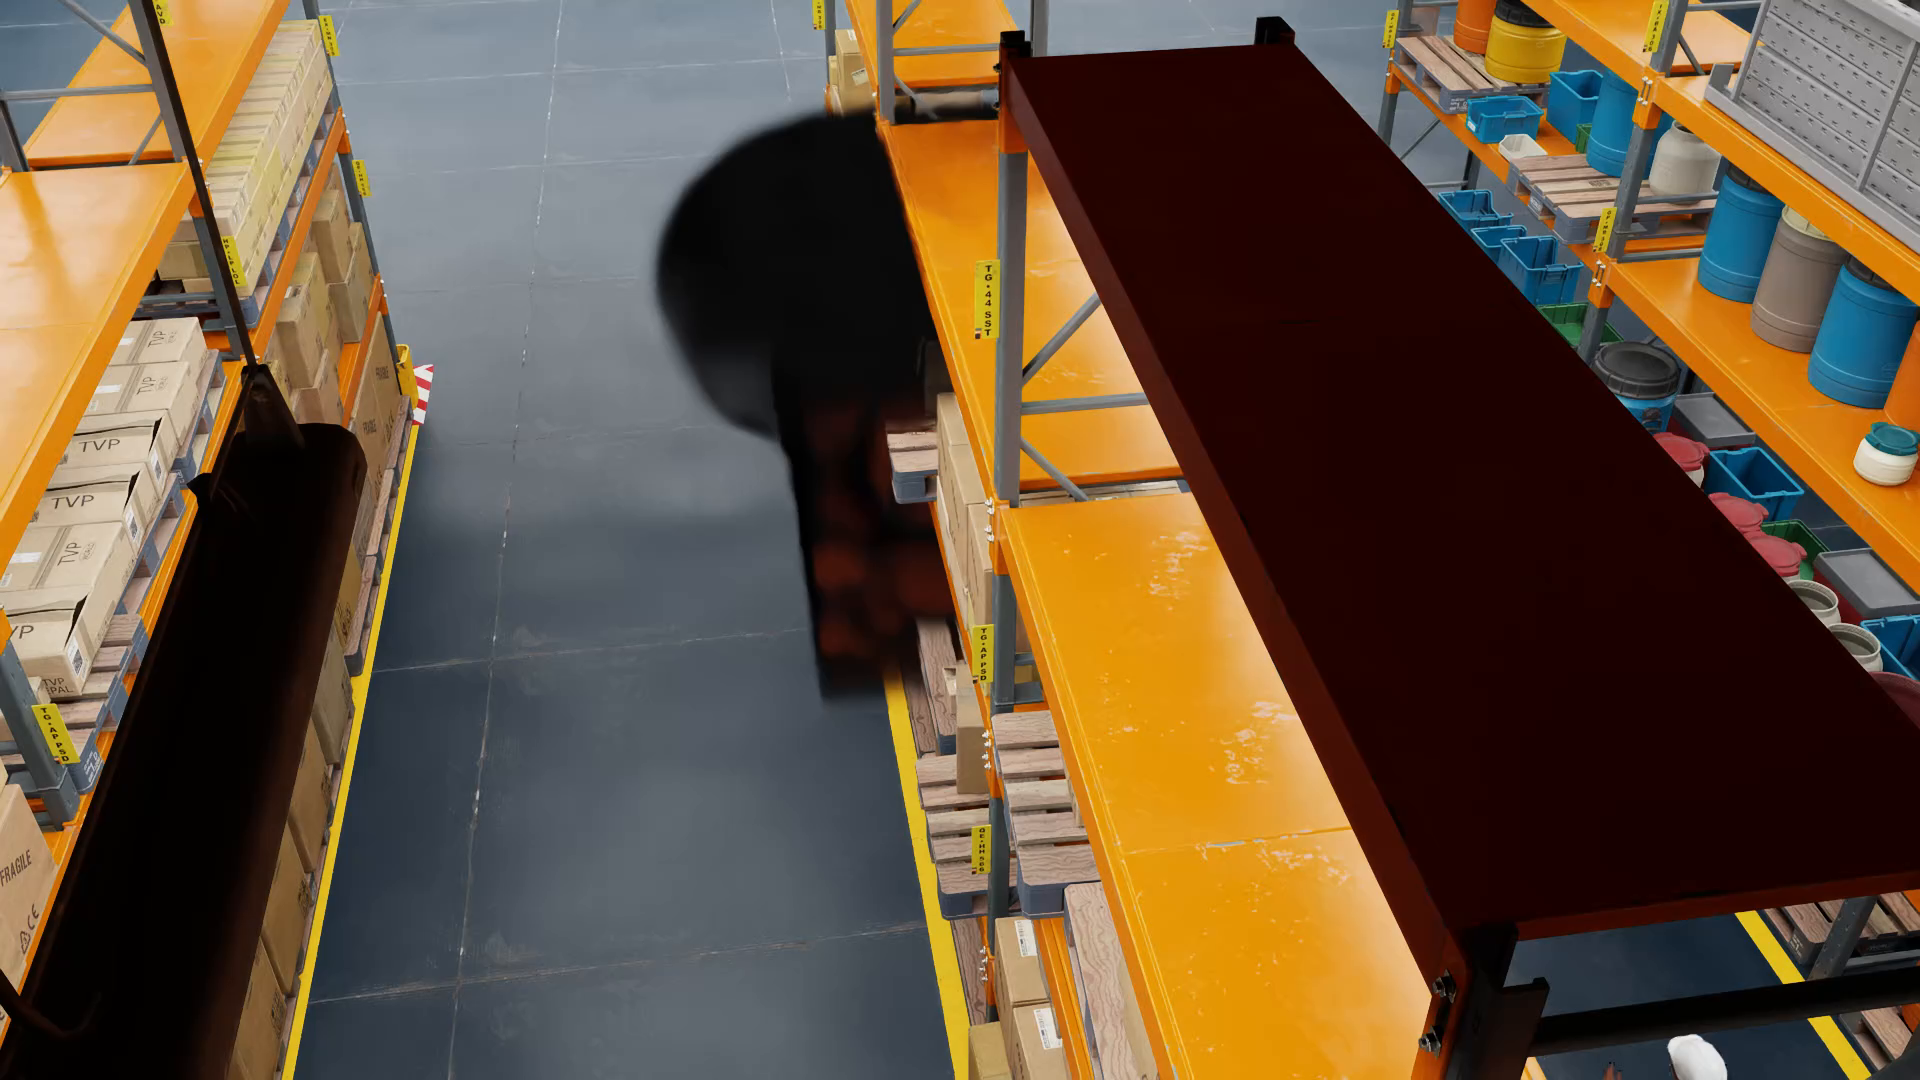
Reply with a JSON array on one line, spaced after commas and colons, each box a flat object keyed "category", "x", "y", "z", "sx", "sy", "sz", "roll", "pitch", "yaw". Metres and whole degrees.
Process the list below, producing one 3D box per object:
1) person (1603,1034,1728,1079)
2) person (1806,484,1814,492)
[{"category": "person", "x": 3.183, "y": 2.884, "z": 7.646, "sx": 0.683, "sy": 1.847, "sz": 0.720, "roll": -10, "pitch": 37, "yaw": -13}, {"category": "person", "x": 7.431, "y": -0.923, "z": 13.273, "sx": 0.576, "sy": 1.690, "sz": 0.893, "roll": -14, "pitch": 39, "yaw": -18}]
